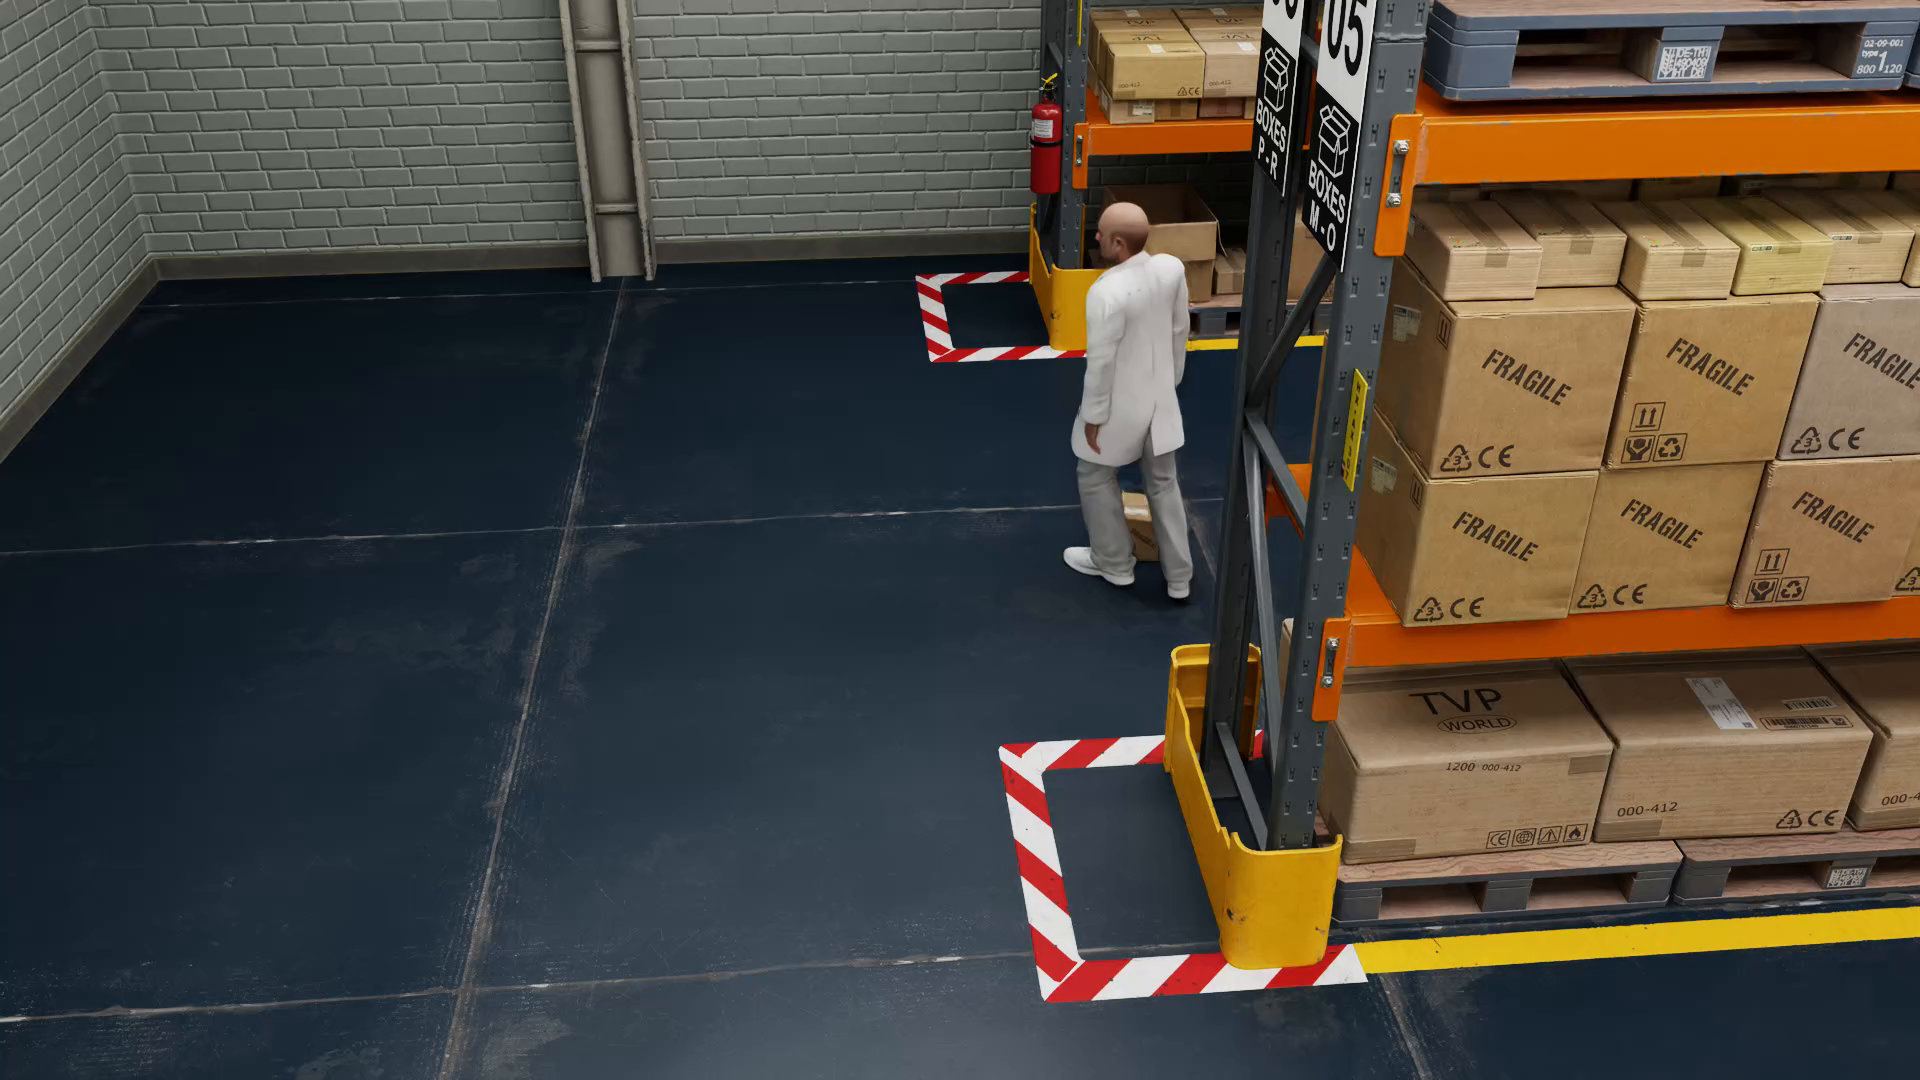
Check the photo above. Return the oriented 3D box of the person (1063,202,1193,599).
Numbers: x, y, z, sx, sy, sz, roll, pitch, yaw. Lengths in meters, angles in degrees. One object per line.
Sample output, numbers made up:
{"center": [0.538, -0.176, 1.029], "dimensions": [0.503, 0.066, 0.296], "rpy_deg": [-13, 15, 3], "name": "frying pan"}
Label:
{"center": [0.759, -0.577, 7.121], "dimensions": [0.597, 1.767, 0.630], "rpy_deg": [-21, 37, -31], "name": "person"}
